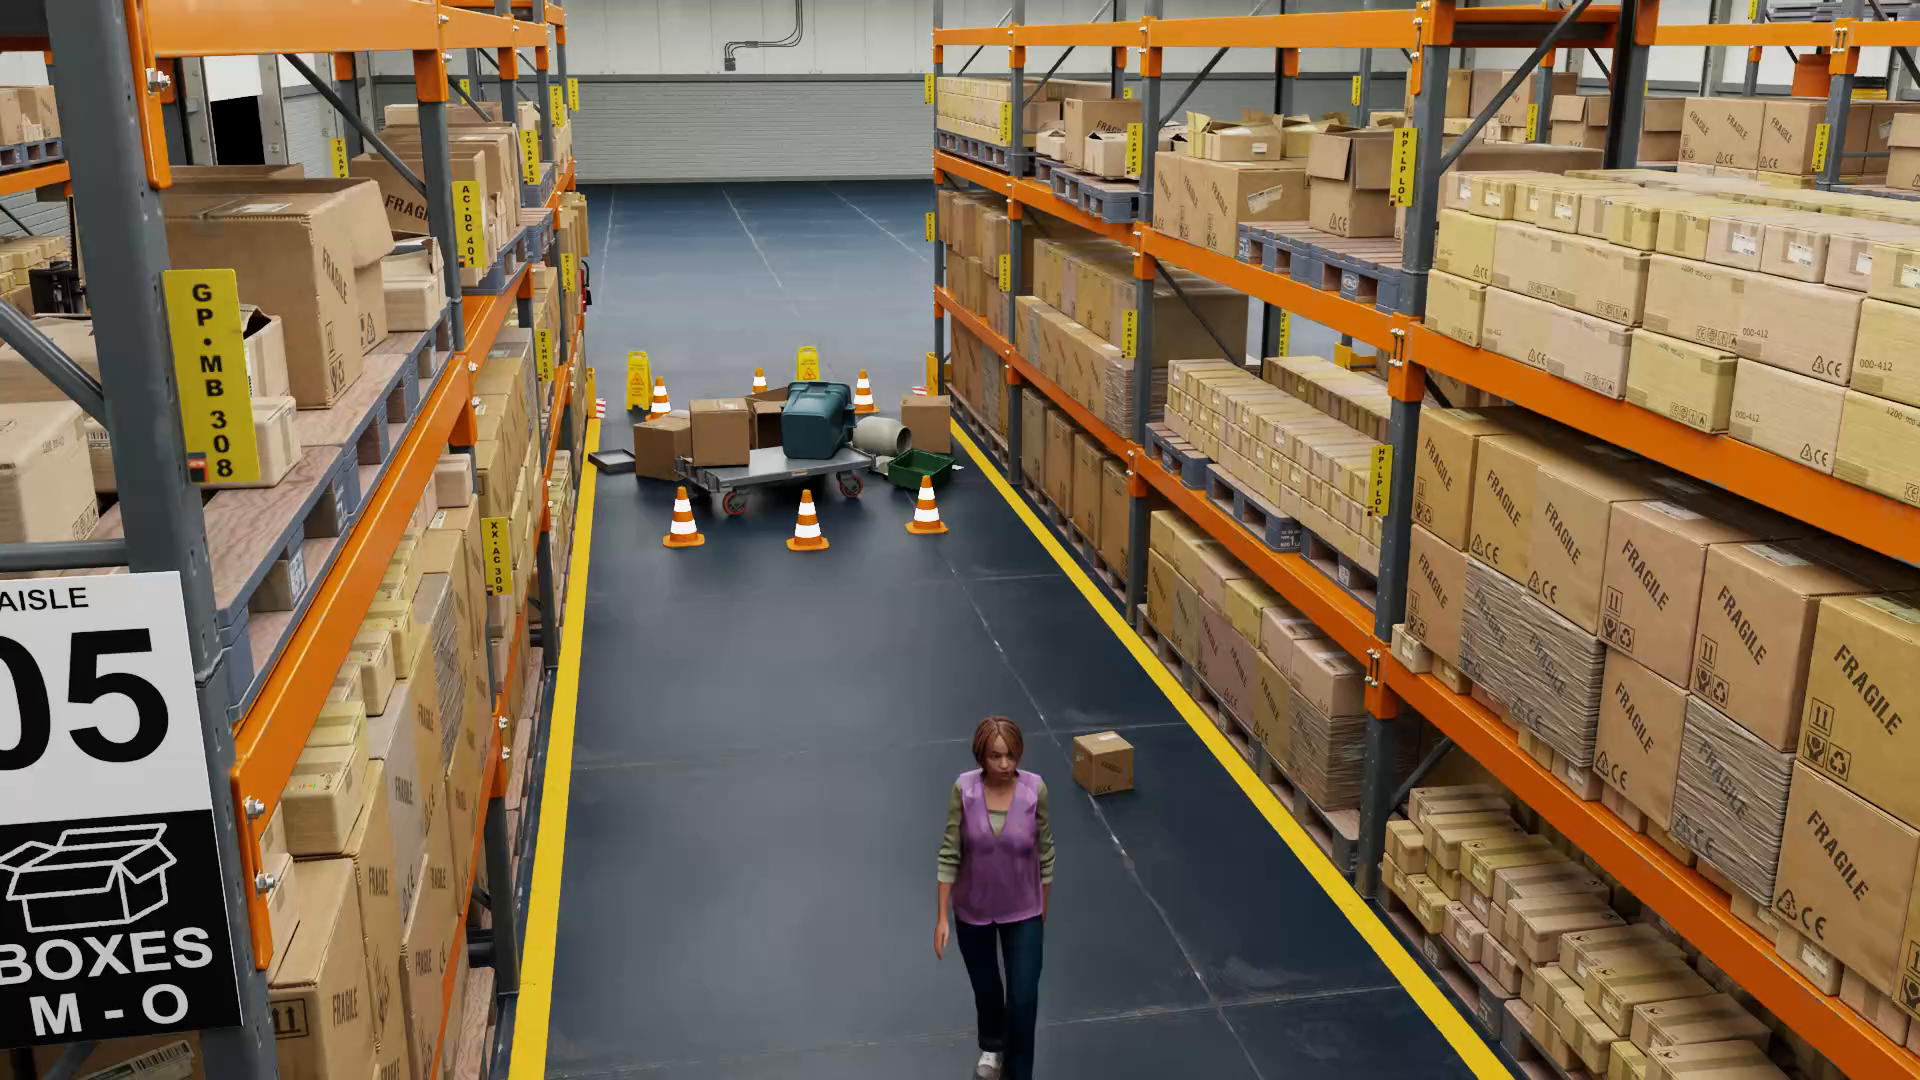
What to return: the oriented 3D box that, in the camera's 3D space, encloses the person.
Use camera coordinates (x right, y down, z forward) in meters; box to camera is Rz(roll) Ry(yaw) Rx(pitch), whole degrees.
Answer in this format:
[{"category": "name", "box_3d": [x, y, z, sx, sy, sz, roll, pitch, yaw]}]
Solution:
[{"category": "person", "box_3d": [0.132, 1.442, 6.251, 0.433, 1.642, 0.630, 2, 17, 6]}]
